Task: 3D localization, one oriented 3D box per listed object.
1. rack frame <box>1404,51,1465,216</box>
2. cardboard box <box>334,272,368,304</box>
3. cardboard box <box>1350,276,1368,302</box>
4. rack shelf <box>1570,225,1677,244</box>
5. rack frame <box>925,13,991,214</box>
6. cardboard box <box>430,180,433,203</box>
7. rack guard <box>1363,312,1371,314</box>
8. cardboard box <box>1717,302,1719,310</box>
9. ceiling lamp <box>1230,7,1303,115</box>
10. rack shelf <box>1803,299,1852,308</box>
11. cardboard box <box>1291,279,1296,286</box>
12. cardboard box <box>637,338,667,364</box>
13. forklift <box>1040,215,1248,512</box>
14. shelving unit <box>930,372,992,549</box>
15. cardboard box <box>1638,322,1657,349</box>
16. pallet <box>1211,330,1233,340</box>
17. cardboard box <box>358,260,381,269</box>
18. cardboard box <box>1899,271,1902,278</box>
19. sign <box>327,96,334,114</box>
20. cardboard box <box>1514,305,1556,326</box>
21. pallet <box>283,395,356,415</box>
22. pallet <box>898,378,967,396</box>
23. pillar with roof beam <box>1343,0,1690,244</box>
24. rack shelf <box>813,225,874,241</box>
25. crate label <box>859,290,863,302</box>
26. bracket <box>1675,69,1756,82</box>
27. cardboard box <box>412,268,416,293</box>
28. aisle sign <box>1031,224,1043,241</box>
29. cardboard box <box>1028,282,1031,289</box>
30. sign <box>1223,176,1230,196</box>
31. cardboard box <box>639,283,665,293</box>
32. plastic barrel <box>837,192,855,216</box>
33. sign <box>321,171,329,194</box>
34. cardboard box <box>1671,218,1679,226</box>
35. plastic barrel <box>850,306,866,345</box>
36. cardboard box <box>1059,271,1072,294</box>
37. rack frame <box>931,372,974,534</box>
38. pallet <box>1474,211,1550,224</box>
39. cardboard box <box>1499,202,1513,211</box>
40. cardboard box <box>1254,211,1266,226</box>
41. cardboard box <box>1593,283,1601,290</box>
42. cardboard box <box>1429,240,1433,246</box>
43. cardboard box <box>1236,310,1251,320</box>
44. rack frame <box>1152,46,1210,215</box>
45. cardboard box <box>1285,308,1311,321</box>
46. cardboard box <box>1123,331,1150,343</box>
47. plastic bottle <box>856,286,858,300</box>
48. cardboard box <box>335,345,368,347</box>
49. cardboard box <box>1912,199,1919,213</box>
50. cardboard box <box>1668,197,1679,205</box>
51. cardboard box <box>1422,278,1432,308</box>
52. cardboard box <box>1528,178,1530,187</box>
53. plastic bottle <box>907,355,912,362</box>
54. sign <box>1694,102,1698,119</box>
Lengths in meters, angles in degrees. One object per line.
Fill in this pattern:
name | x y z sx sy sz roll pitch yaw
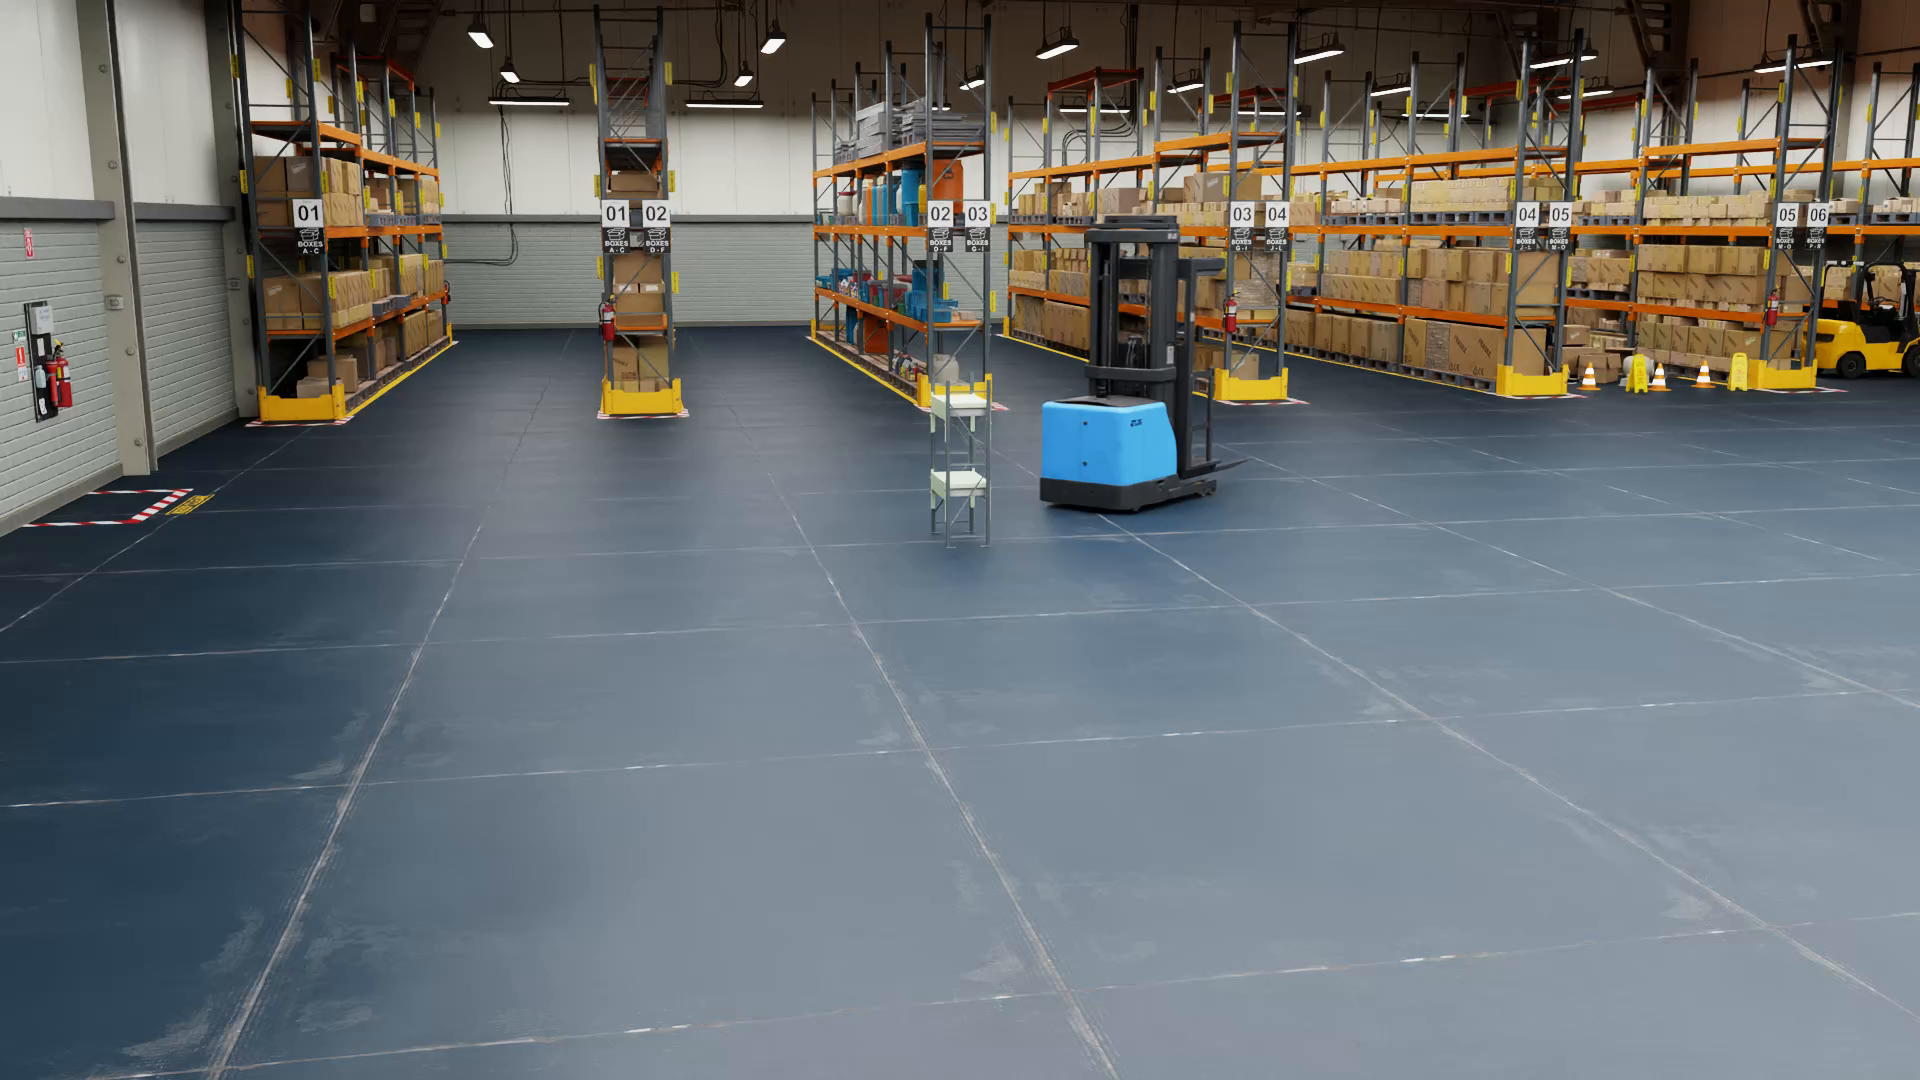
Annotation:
rack frame | 8.940 -7.644 31.342 1.000 3.000 0.127 -2 11 -11
cardboard box | -10.023 -4.132 27.280 0.500 0.500 0.500 -2 11 -11
cardboard box | 8.279 -5.110 33.808 0.500 0.500 0.500 -2 11 -12
rack shelf | 13.387 -6.382 34.660 1.077 0.370 4.000 -2 11 -11
rack frame | -0.025 -6.568 25.691 1.000 3.000 0.127 -2 11 -11
cardboard box | -12.248 -7.907 37.753 0.500 0.500 0.500 -3 11 -14
rack guard | 11.438 -5.872 44.767 1.175 0.500 0.348 -2 11 -11
cardboard box | 14.093 -4.287 30.425 0.380 0.149 0.250 -2 11 -10
ceiling lamp | 8.542 -13.315 45.526 2.000 3.185 0.800 -2 11 -11
rack shelf | 18.255 -5.090 35.893 1.077 0.370 4.000 -2 11 -11
cardboard box | 7.519 -5.680 36.617 0.380 0.149 0.250 -2 11 -10
cardboard box | -5.171 -3.138 27.941 0.500 0.500 0.500 -2 11 -11
forklift | 2.099 -1.943 17.621 1.130 2.935 3.031 8 13 36
shelving unit | 0.001 -0.736 15.103 0.431 1.500 0.755 -2 11 -11
cardboard box | 13.626 -4.001 32.474 0.500 0.500 0.500 -2 11 -8
pallet | 6.978 -5.140 41.691 1.003 0.211 1.213 -2 11 -11
cardboard box | -11.125 -5.191 31.323 0.380 0.149 0.250 -4 12 -21
cardboard box | 18.603 -5.186 32.471 0.380 0.149 0.250 -2 11 -12
sign | -11.842 -8.191 31.296 0.100 0.325 0.005 -2 11 -11
cardboard box | 12.945 -4.921 37.642 0.875 0.875 0.875 -2 11 -12
pallet | -9.881 -2.055 25.483 1.003 0.211 1.213 -2 11 -11
pallet | -0.472 -2.636 28.534 1.003 0.211 1.213 -2 11 -11
pillar with roof beam | 13.614 -9.495 41.067 9.100 9.000 0.548 -2 11 -11
rack shelf | -2.748 -7.309 39.530 1.077 0.370 4.000 -2 11 -11
crate label | -1.867 -4.915 33.499 0.303 0.233 0.416 -2 11 -11
bracket | 18.074 -10.855 38.586 0.076 0.066 4.783 -2 11 -11
cardboard box | -11.439 -5.314 34.031 0.500 0.500 0.500 -2 11 -9
aisle sign | 2.002 -8.037 42.500 0.394 0.787 0.004 -2 11 -11
cardboard box | 1.869 -6.158 40.255 0.380 0.149 0.250 -2 11 -12
sign | 4.285 -5.693 26.749 0.100 0.325 0.005 -2 11 -11
cardboard box | -4.750 -3.889 25.659 0.380 0.149 0.250 -2 11 -11
plastic barrel | -2.502 -7.463 36.928 0.433 0.535 0.433 0 11 0
sign | -9.211 -5.183 24.101 0.100 0.325 0.005 -2 11 -11
cardboard box | 13.759 -6.040 31.613 0.380 0.149 0.250 -2 11 -9
plastic barrel | -2.132 -4.767 36.763 0.600 0.901 0.708 -2 11 -11
cardboard box | 2.539 -5.774 37.295 0.500 0.500 0.500 -2 11 -12
rack frame | -0.070 -0.803 15.456 0.400 1.500 0.023 -2 11 -11
pallet | 9.564 -5.529 28.490 1.003 0.211 1.213 -2 11 -11
cardboard box | 9.321 -5.617 27.999 0.380 0.149 0.250 -2 11 -11
cardboard box | 4.993 -5.299 27.446 0.500 0.250 0.500 -2 11 -9
cardboard box | 13.233 -5.204 34.118 0.380 0.149 0.250 -2 11 -11
cardboard box | 11.865 -7.365 41.245 0.380 0.149 0.250 -2 11 -11
cardboard box | 4.576 -3.723 27.457 0.380 0.149 0.250 -2 11 -11
rack frame | 4.055 -7.482 30.492 1.000 3.000 0.127 -2 11 -11
cardboard box | 7.580 -5.079 37.468 0.500 0.250 0.500 -2 11 -10
cardboard box | 3.665 -3.929 33.381 0.700 0.500 0.500 -1 11 -6
plastic bottle | -2.123 -5.132 34.503 0.061 0.283 0.133 -2 11 -11
cardboard box | -10.830 -3.210 29.601 0.700 0.500 0.500 -2 11 -12
cardboard box | 18.635 -6.456 32.094 0.396 0.266 0.258 -2 11 -12
cardboard box | 13.664 -6.423 31.490 0.380 0.149 0.250 -2 11 -11
cardboard box | 9.153 -4.603 31.010 0.875 0.550 0.550 -2 11 -11
cardboard box | 9.868 -6.126 28.539 0.380 0.149 0.250 -2 11 -12
plastic bottle | -0.912 -3.112 29.484 0.144 0.351 0.185 -2 11 -11
sign | 14.312 -8.356 32.377 0.100 0.325 0.005 -2 11 -11
